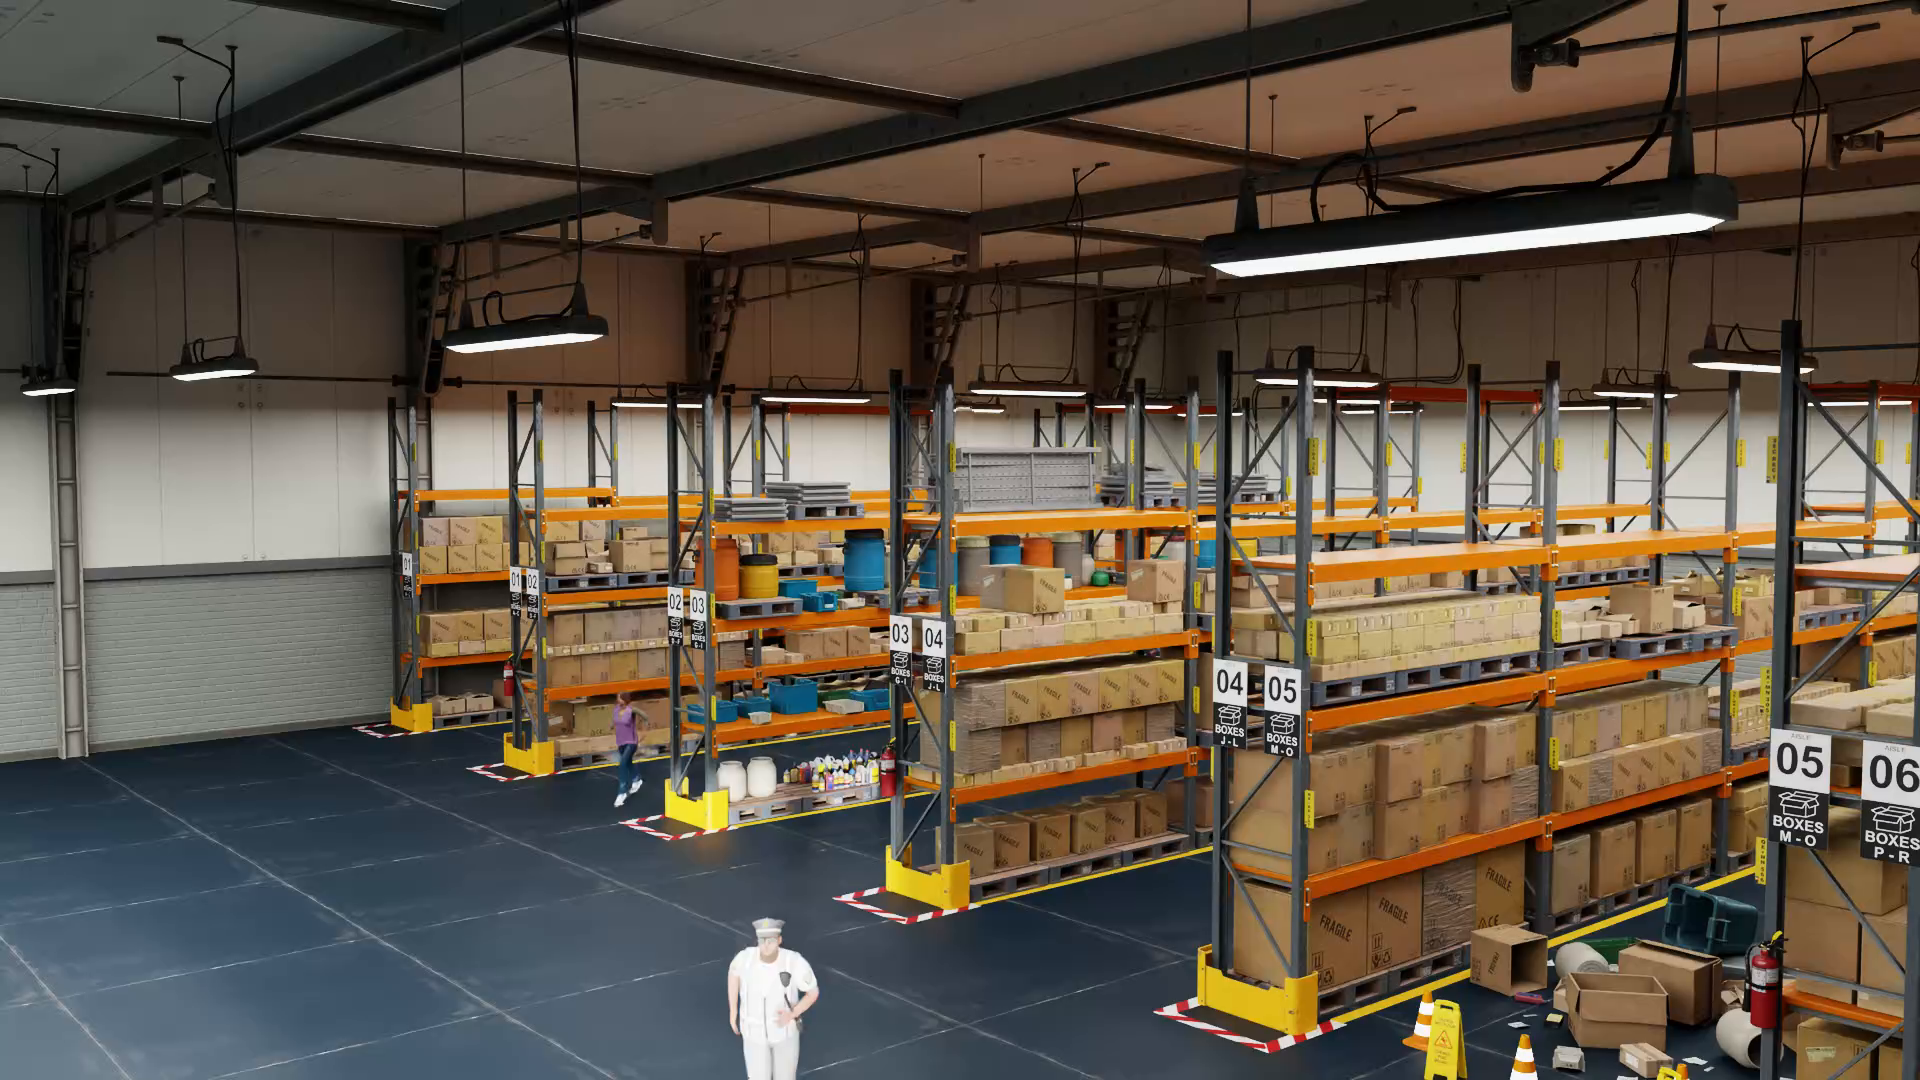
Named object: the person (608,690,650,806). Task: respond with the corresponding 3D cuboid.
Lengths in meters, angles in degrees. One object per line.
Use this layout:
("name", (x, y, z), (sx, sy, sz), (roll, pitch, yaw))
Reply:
("person", (-4.769, 2.964, 23.978), (0.550, 1.629, 0.829), (2, 4, 27))

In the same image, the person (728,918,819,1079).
("person", (-1.360, 3.578, 12.080), (0.686, 1.789, 1.030), (0, 3, 1))
